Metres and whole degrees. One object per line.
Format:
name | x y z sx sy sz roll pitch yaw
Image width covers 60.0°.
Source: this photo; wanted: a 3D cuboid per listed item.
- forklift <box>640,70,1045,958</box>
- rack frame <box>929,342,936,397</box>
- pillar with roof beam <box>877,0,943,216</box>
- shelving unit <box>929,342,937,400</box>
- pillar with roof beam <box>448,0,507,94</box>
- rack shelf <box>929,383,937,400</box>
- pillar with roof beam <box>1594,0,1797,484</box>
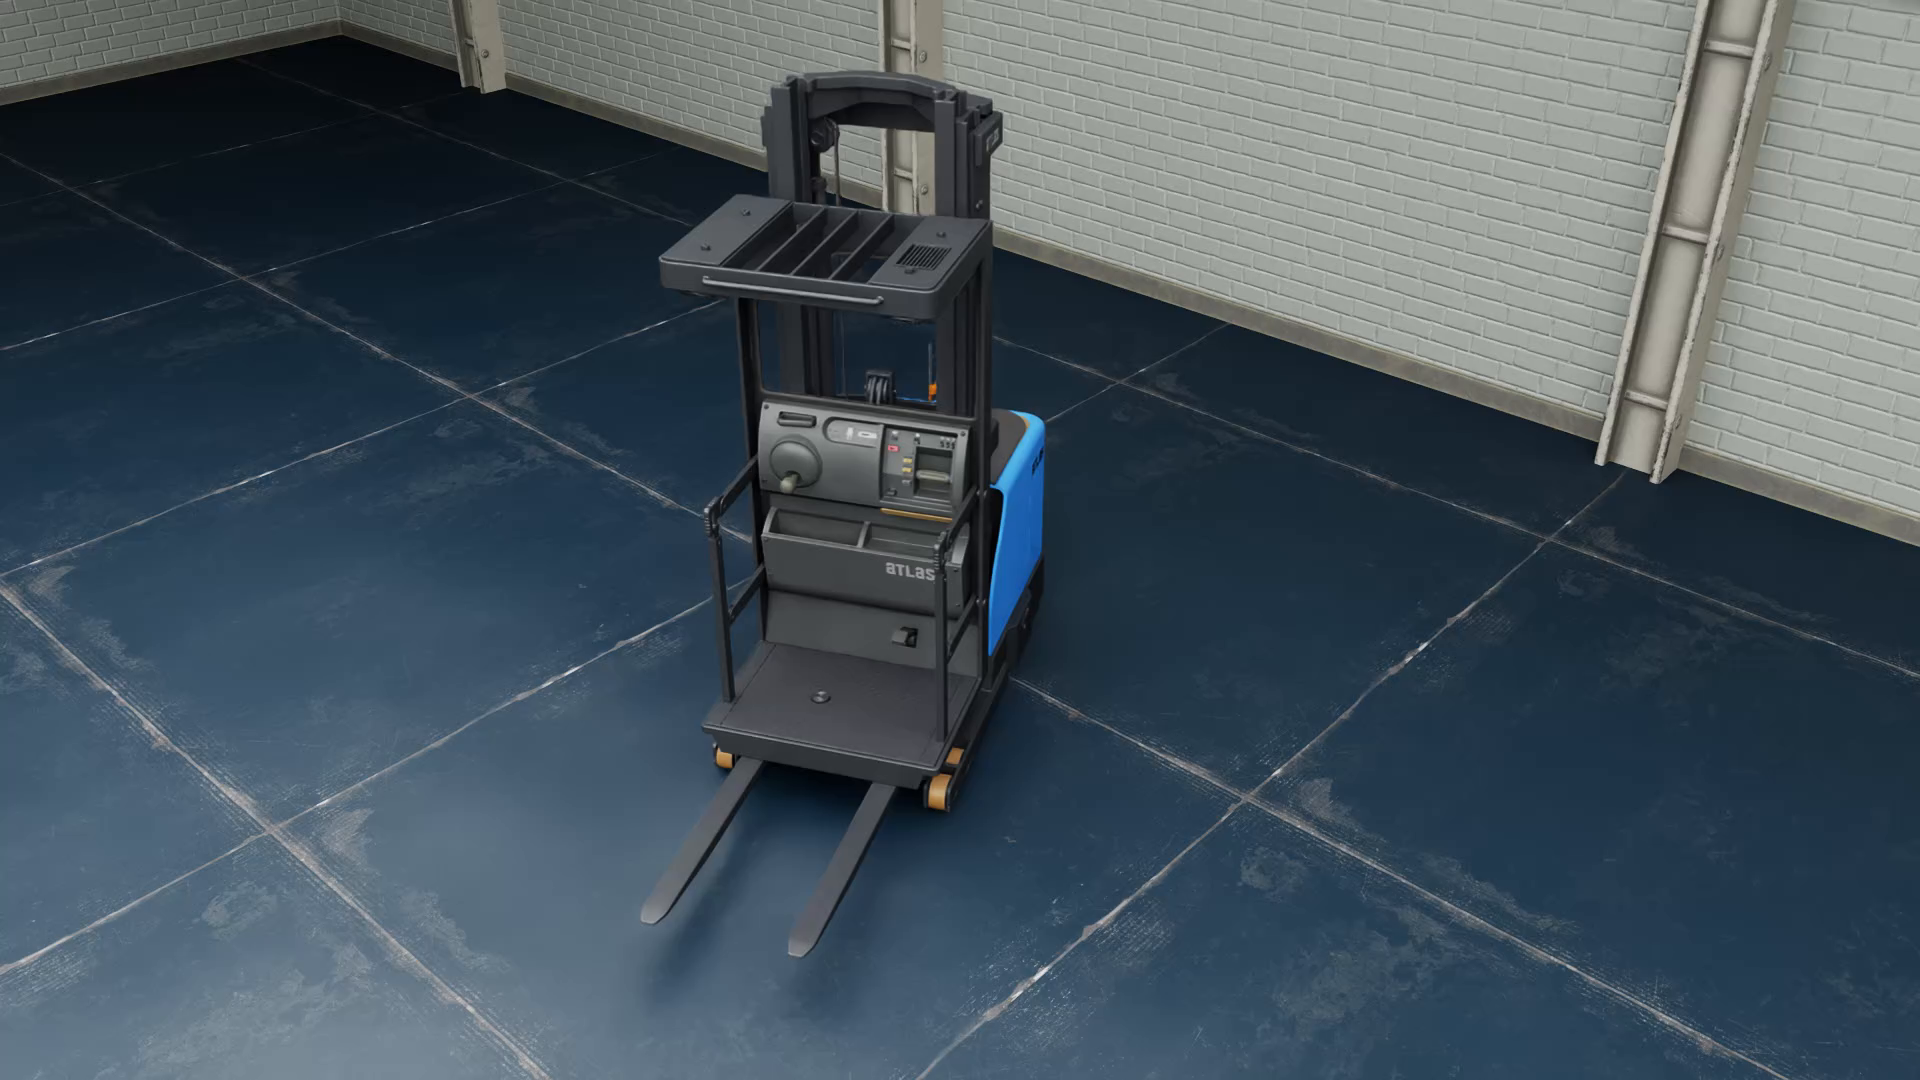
forklift | -0.476 -0.299 6.906 1.130 2.935 3.031 9 32 14
rack frame | -0.079 -0.551 9.001 0.006 1.200 0.240 25 39 35
pillar with roof beam | -3.267 -4.741 8.400 0.400 9.000 9.100 25 39 35
shelving unit | -0.011 -0.519 8.949 0.189 1.200 0.258 25 39 35
pillar with roof beam | -7.716 -6.818 11.850 0.400 9.000 9.100 25 39 35
rack shelf | -0.011 -0.789 8.786 0.180 0.103 0.258 25 39 35
pillar with roof beam | 1.182 -2.664 4.951 0.400 9.000 9.100 25 39 35
